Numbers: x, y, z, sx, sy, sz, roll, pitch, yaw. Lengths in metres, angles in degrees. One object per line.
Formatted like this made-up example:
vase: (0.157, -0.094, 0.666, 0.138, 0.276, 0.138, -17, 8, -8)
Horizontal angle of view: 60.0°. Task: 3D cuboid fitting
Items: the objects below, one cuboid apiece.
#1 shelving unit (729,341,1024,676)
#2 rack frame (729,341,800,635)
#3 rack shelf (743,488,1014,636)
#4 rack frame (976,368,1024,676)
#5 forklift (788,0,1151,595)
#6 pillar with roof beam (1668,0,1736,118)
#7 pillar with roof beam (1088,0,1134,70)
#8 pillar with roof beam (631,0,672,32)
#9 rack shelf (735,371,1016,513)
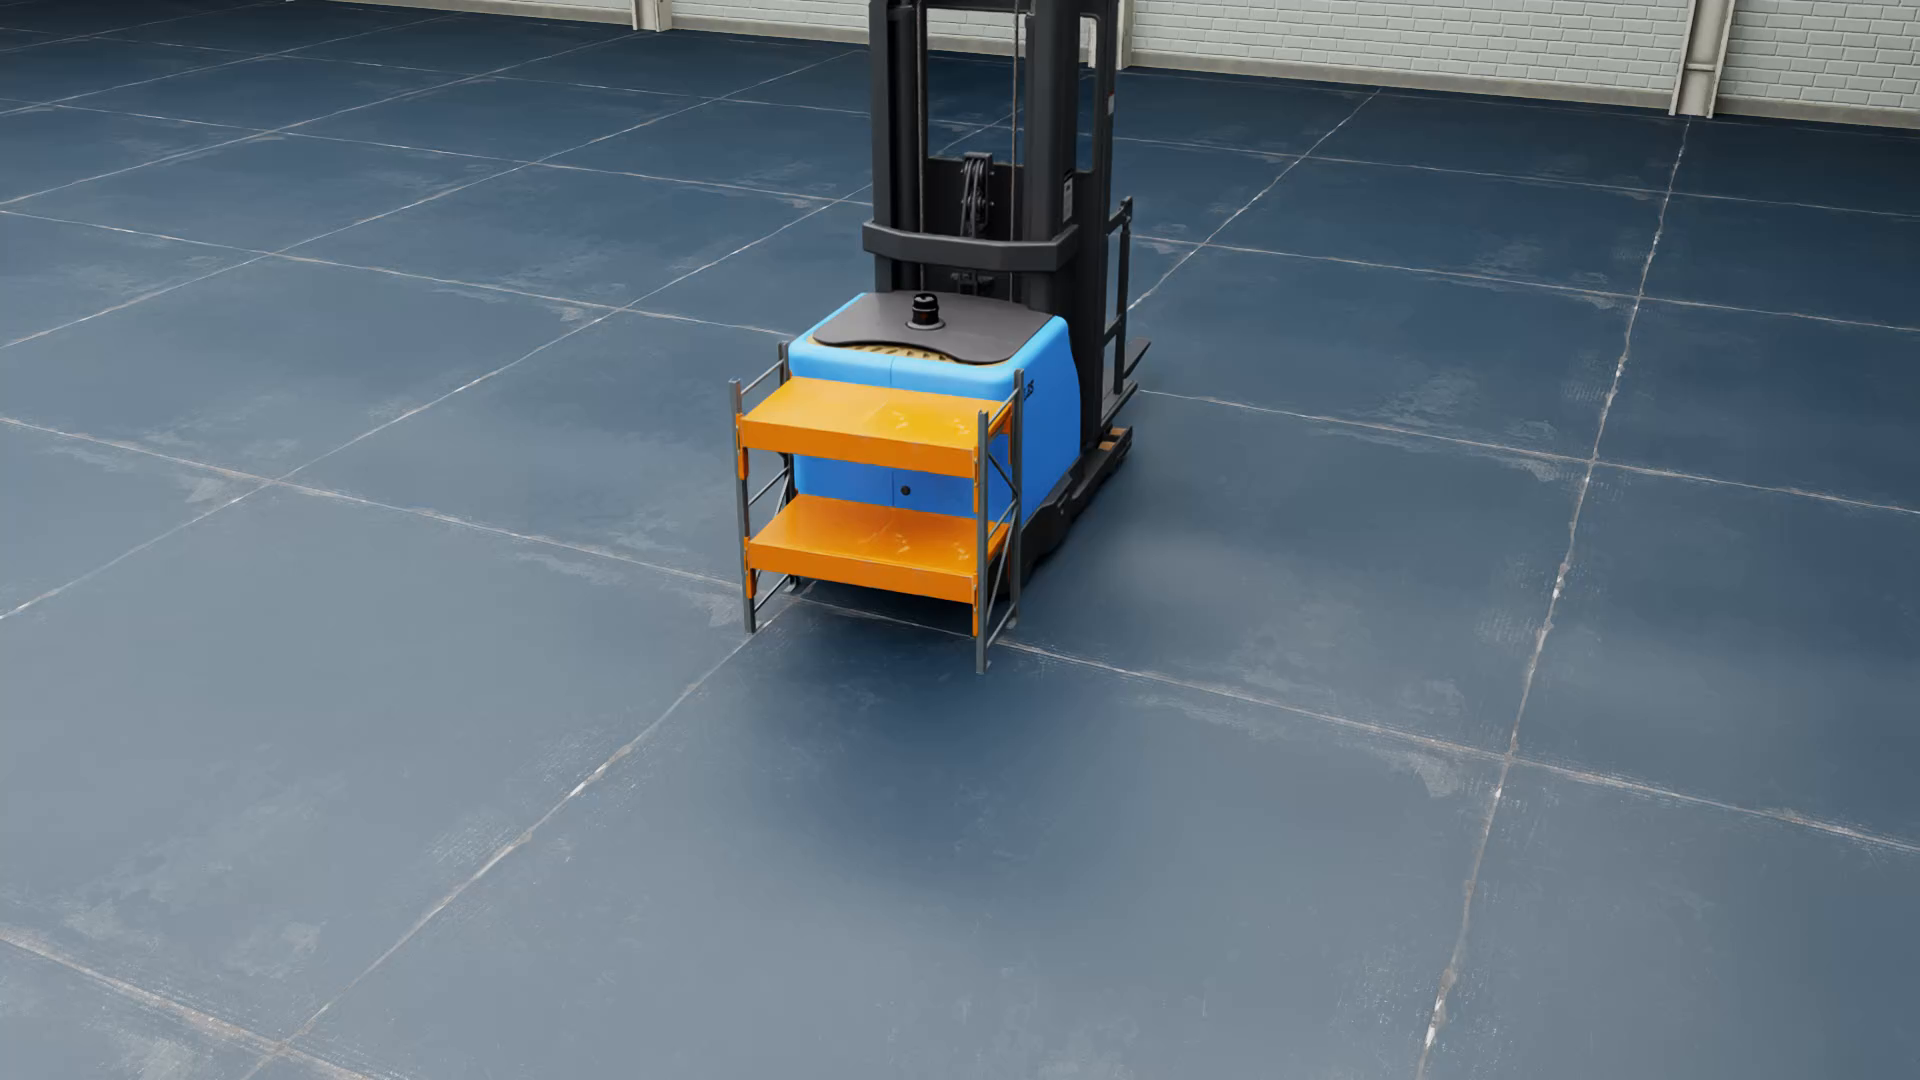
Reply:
shelving unit: (-0.322, -0.141, 6.763, 1.048, 1.125, 0.538, 9, 27, 17)
rack frame: (-0.804, -0.213, 6.909, 0.032, 1.125, 0.500, 9, 27, 17)
rack shelf: (-0.322, 0.078, 6.871, 1.000, 0.278, 0.538, 9, 27, 17)
rack frame: (0.159, -0.069, 6.616, 0.032, 1.125, 0.500, 9, 27, 17)
forklift: (0.249, -1.708, 7.902, 1.130, 2.935, 3.031, 9, 28, 19)
pillar with roof beam: (5.335, -6.457, 10.678, 0.400, 9.000, 9.100, 11, 28, 22)
pillar with roof beam: (-0.126, -7.555, 12.906, 0.400, 9.000, 9.100, 11, 28, 22)
pillar with roof beam: (-5.588, -8.652, 15.135, 0.400, 9.000, 9.100, 11, 28, 22)
rack shelf: (-0.322, -0.404, 6.633, 1.000, 0.278, 0.538, 9, 27, 17)
